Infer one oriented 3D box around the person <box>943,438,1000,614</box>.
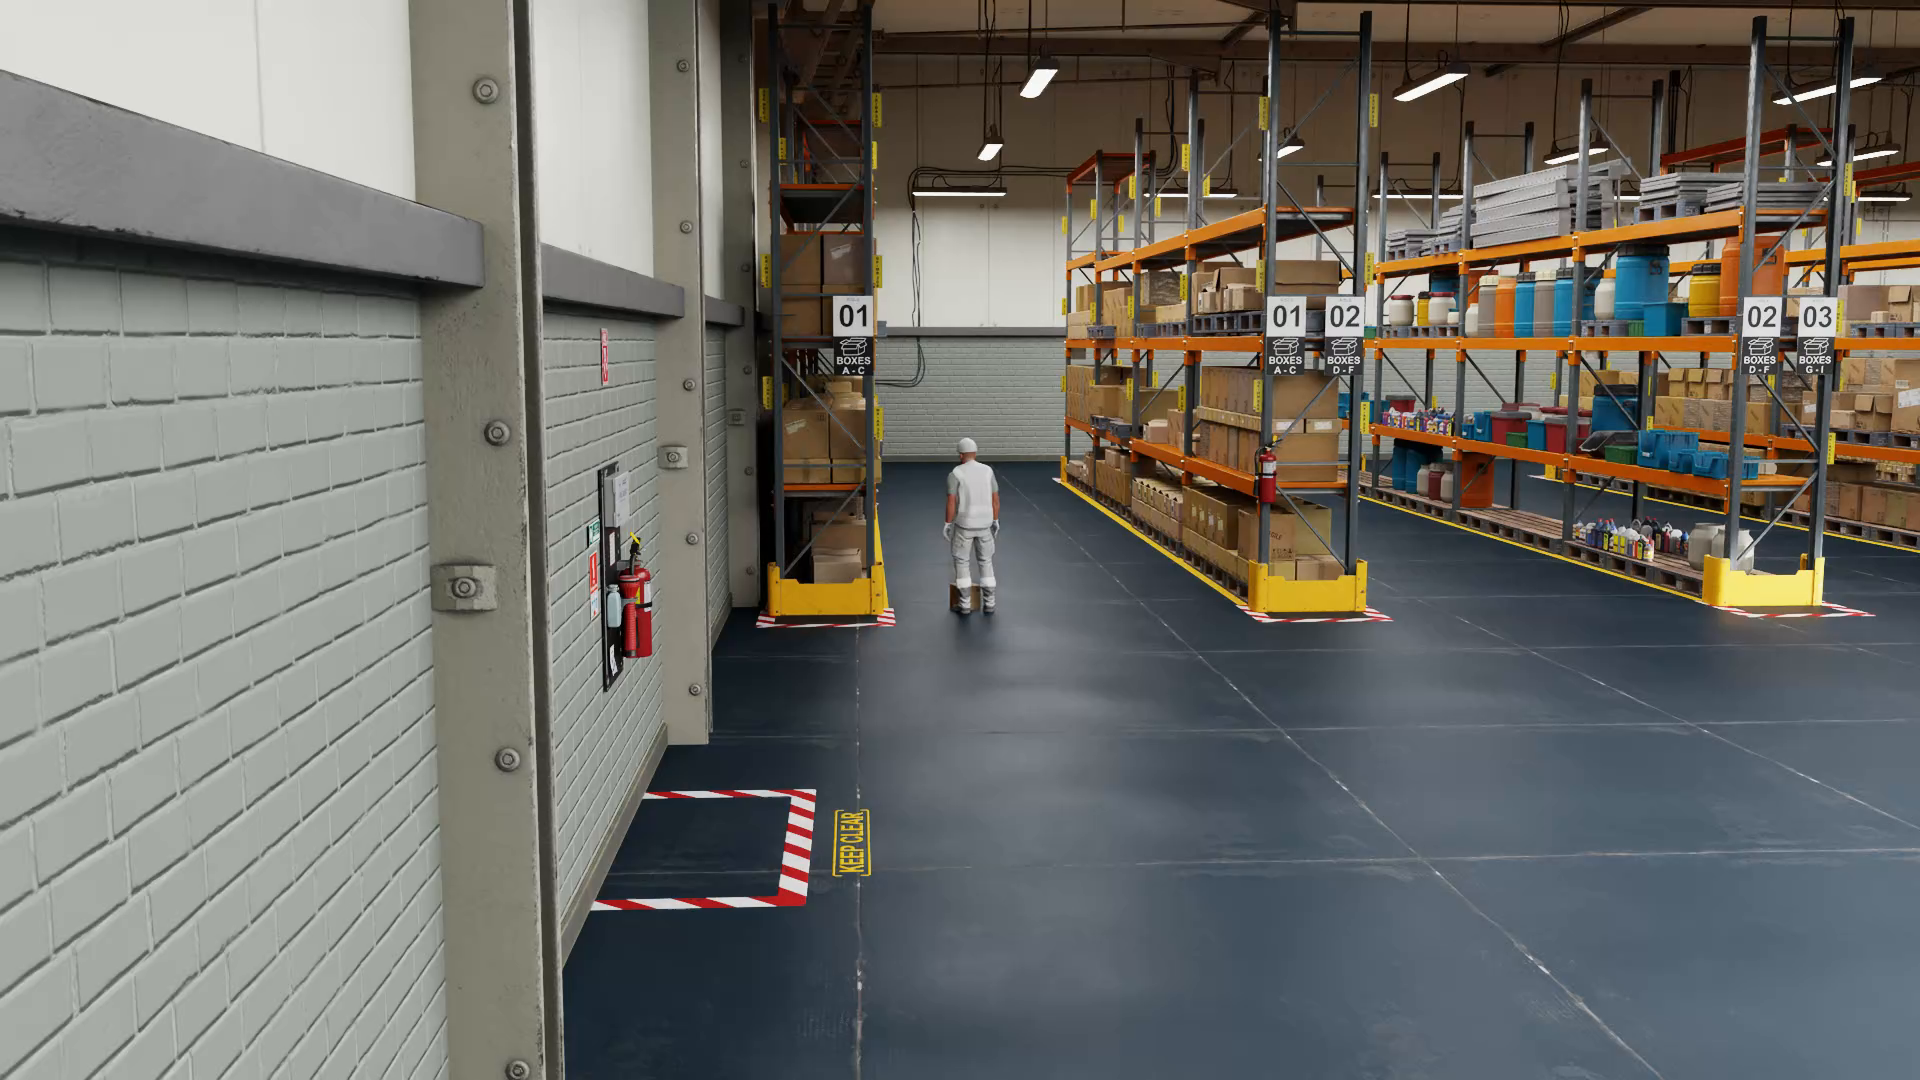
[{"bbox_3d":[0.115,-0.147,16.920,0.616,1.778,0.453,-3,7,-20],"label":"person"}]
